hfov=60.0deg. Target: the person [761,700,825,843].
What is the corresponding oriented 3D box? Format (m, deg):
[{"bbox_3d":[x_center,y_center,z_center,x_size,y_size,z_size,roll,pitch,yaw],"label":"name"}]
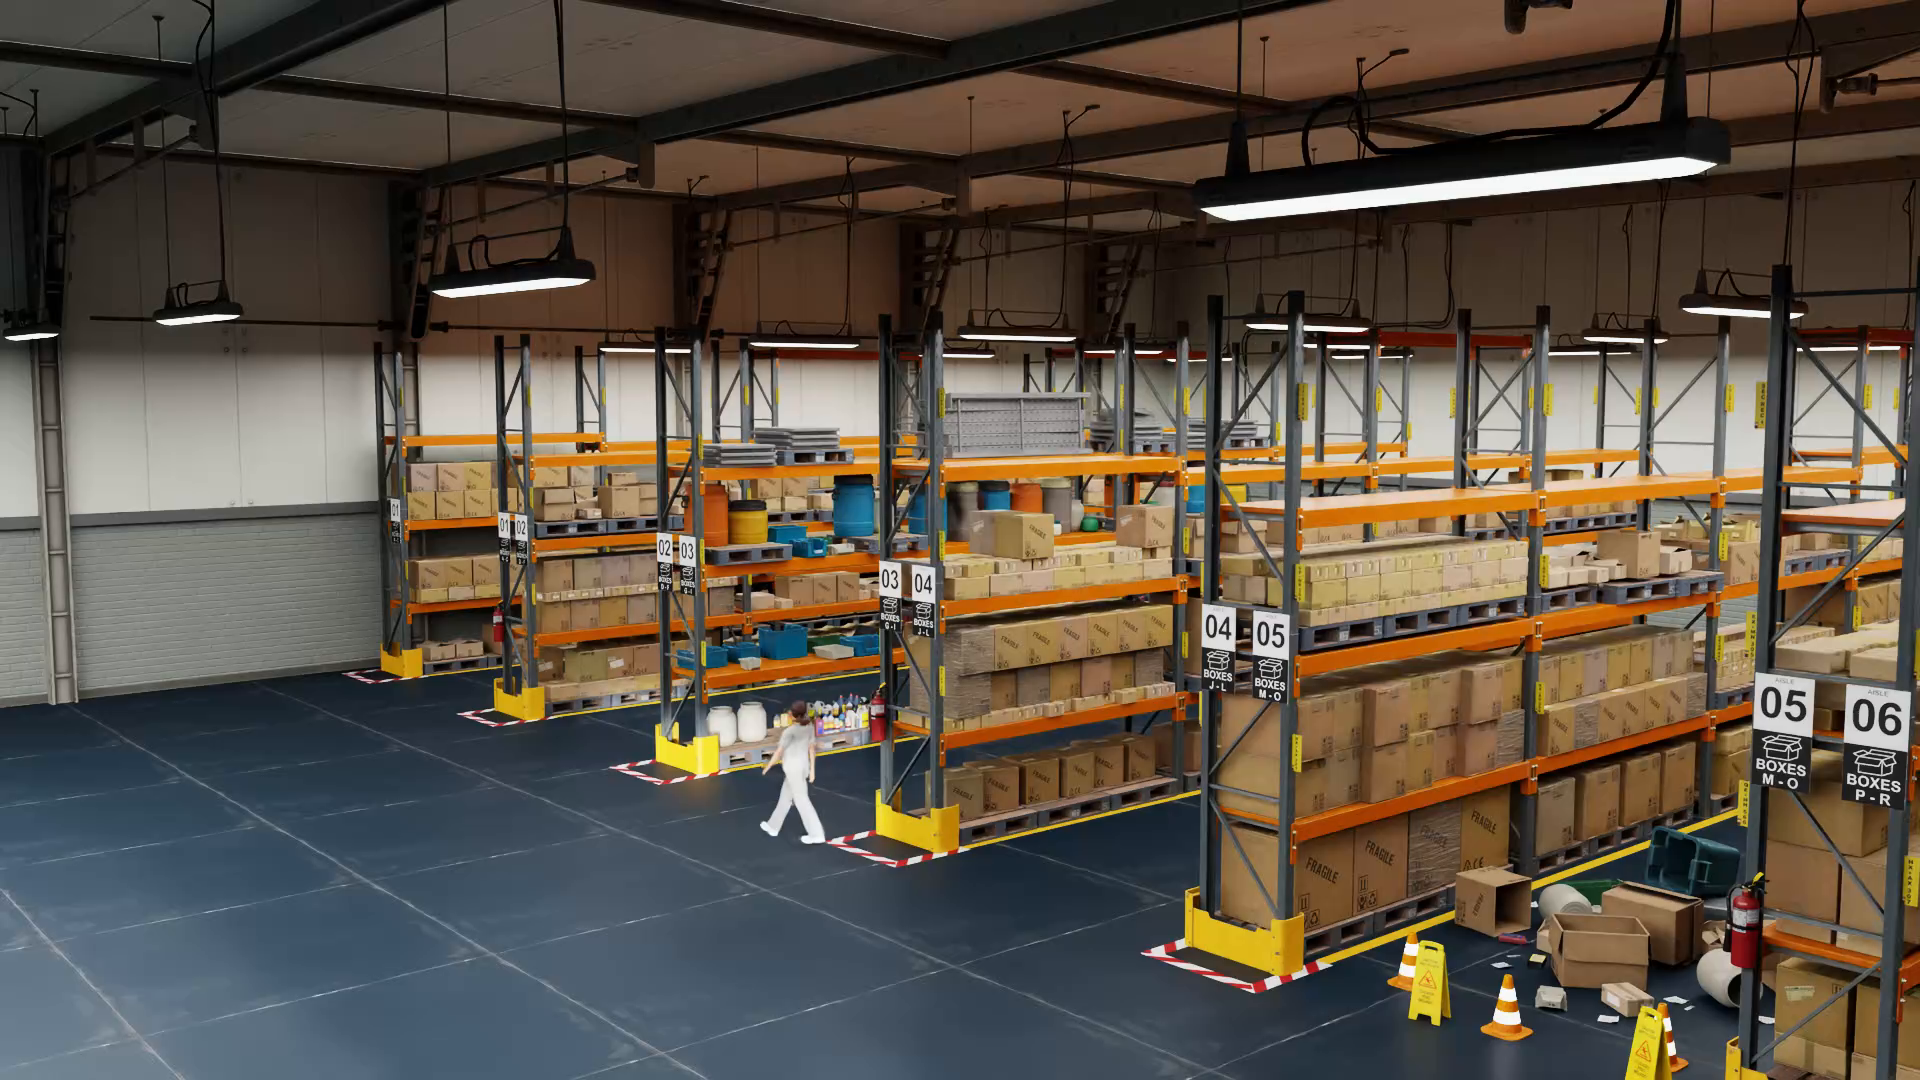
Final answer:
[{"bbox_3d":[-1.933,2.612,18.936,0.970,1.611,0.456,3,6,27],"label":"person"}]
